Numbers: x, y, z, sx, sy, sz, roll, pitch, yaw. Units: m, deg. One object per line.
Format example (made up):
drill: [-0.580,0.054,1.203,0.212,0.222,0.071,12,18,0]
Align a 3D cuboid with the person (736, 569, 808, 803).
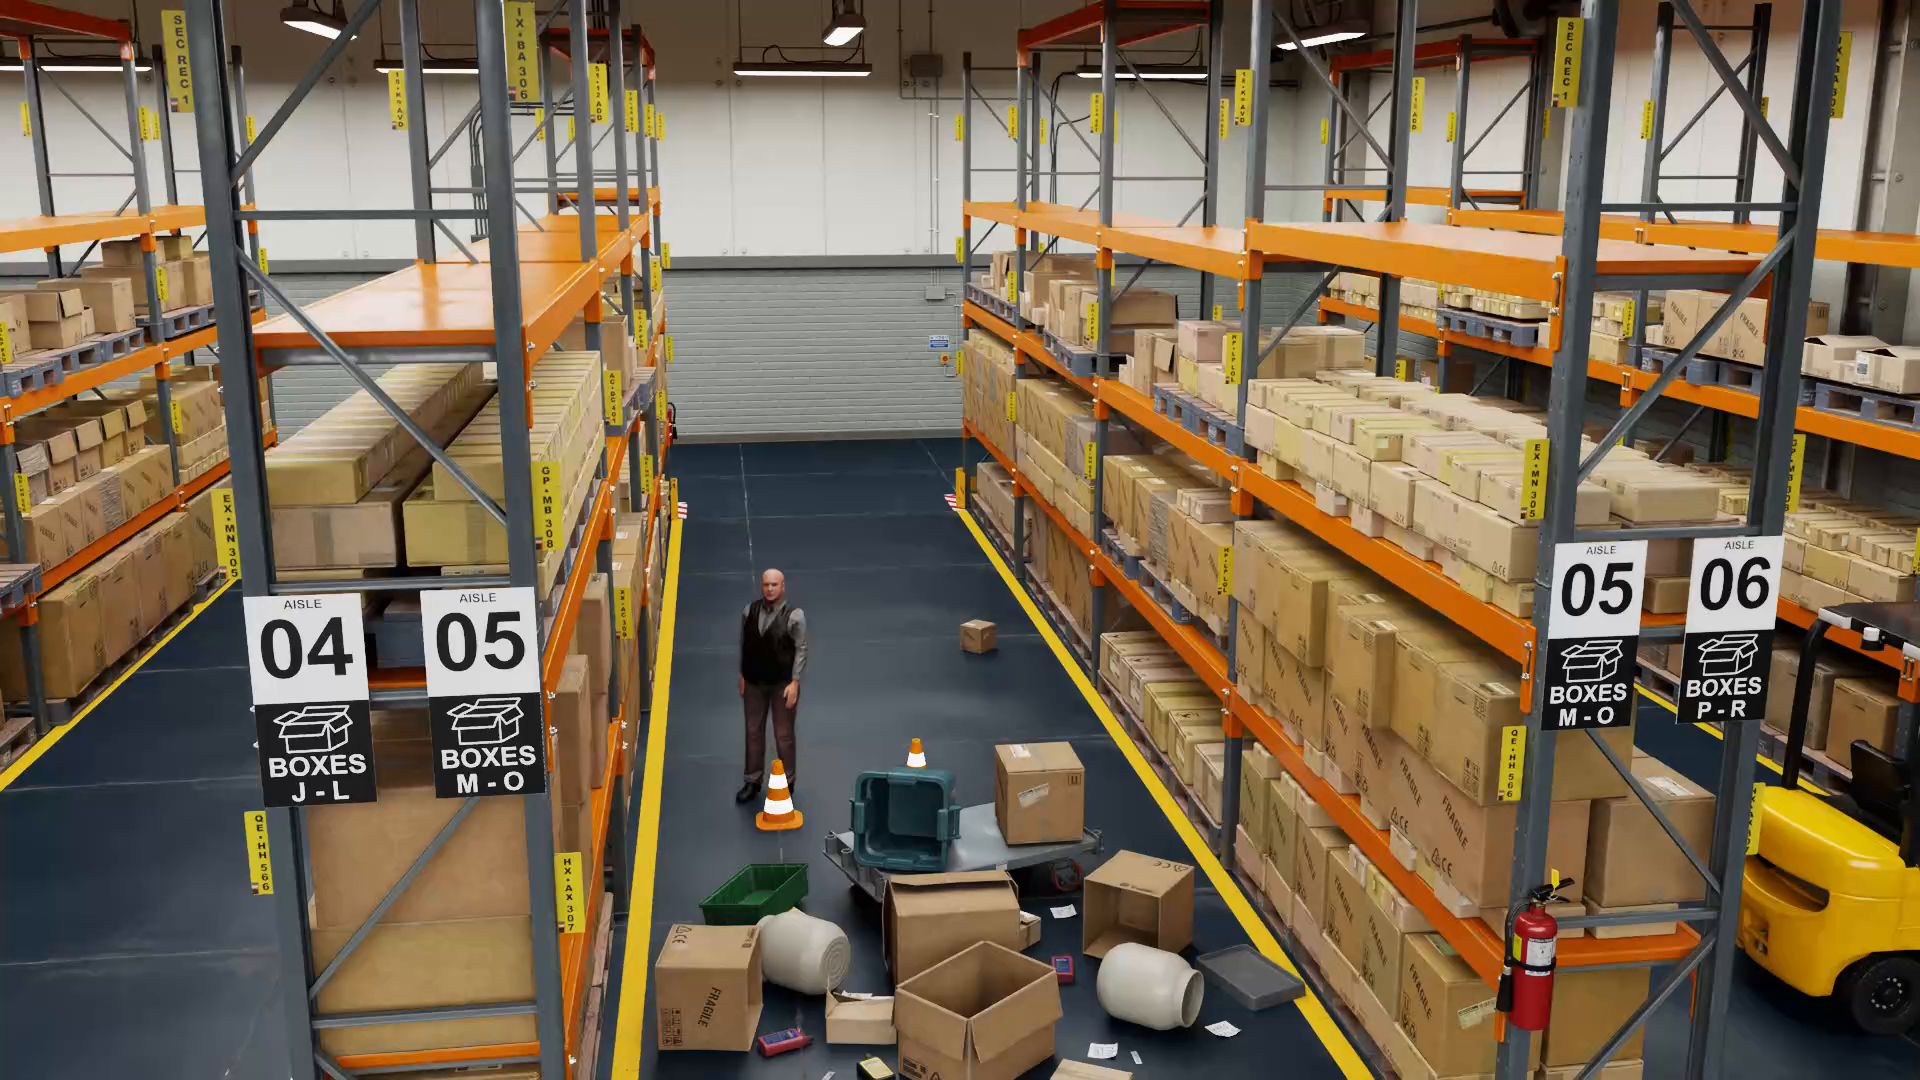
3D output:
person: [-1.402,1.079,12.297,0.557,1.739,0.428,4,14,18]
